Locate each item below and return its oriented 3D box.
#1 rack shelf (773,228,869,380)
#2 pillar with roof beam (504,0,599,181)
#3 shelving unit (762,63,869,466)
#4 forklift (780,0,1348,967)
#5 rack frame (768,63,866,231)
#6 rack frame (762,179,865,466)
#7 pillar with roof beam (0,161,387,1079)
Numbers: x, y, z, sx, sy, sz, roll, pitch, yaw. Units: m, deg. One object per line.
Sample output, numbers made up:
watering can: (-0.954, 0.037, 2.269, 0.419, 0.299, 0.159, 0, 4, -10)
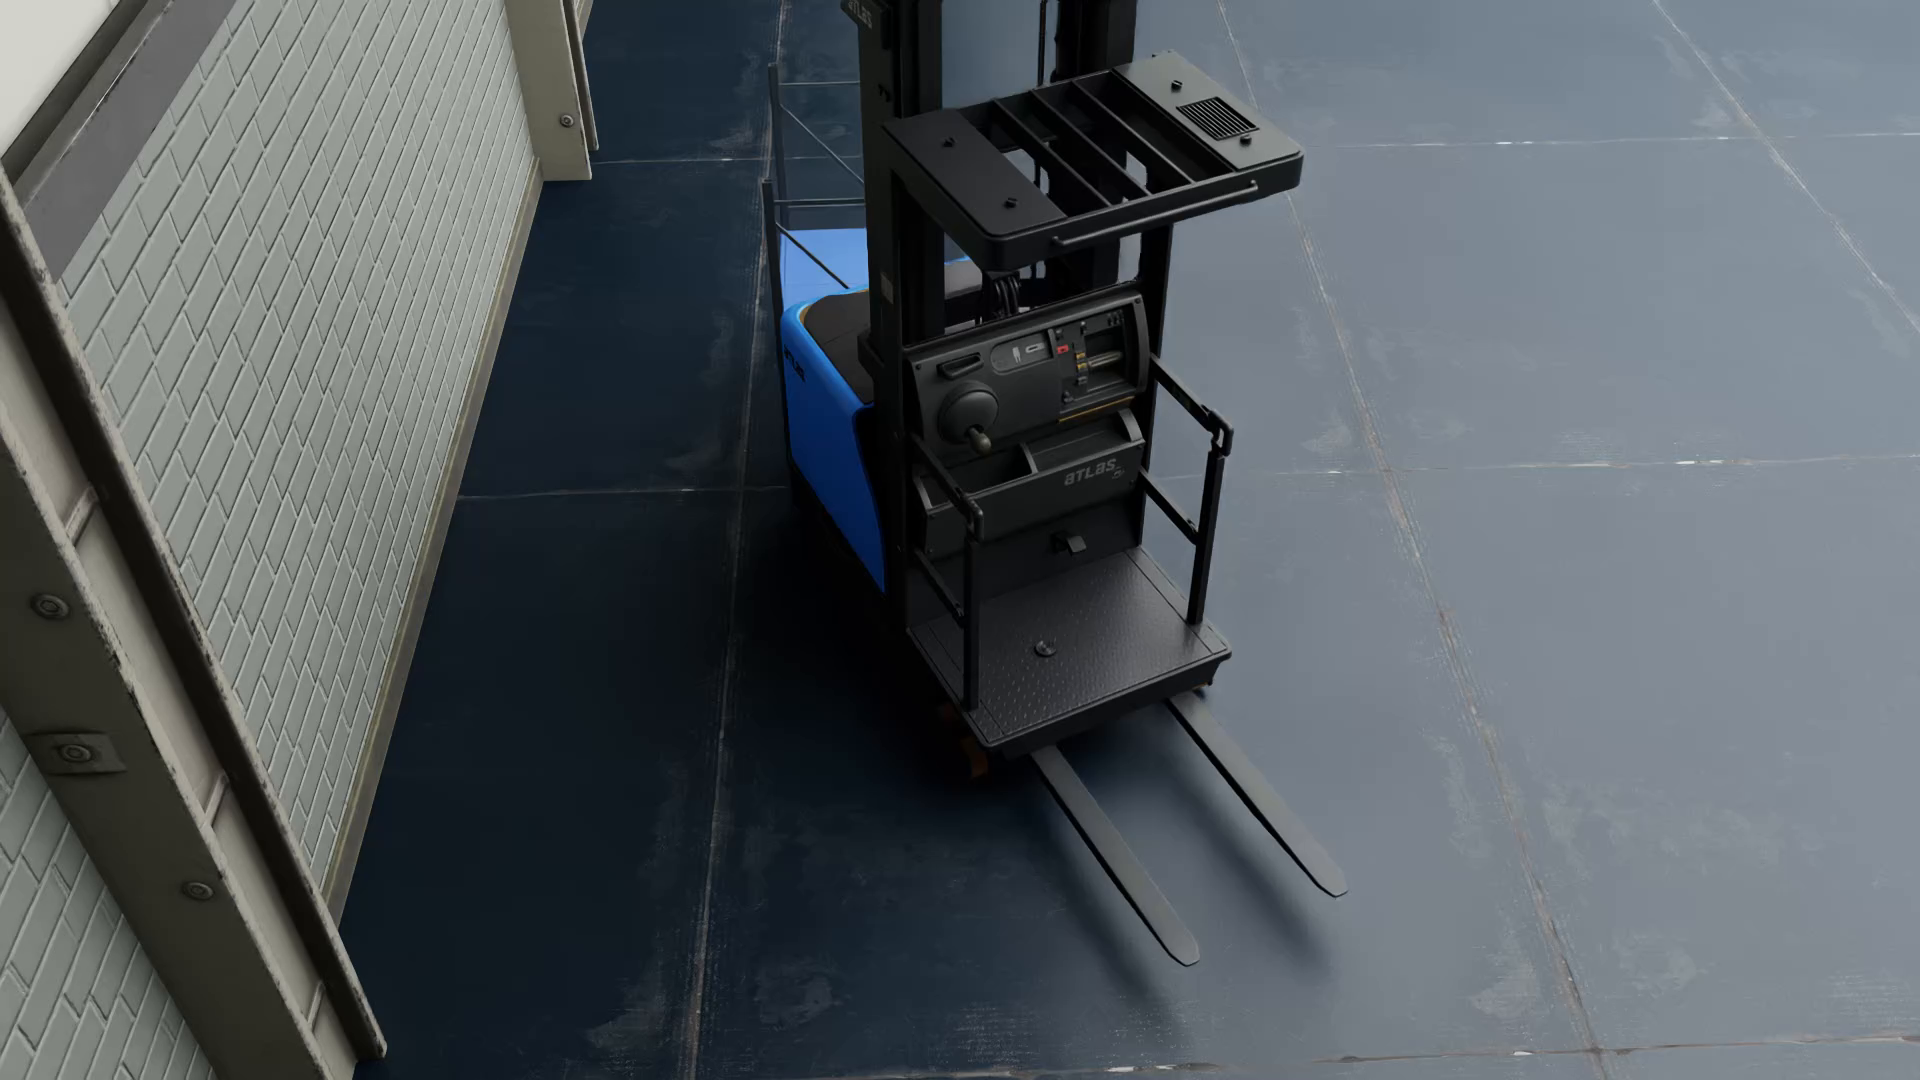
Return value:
rack shelf: (-0.589, -1.131, 7.790, 0.538, 0.185, 1.000, -2, 43, -3)
pillar with roof beam: (1.986, -5.670, 6.926, 9.100, 9.000, 0.400, -2, 43, -2)
shelving unit: (-0.589, -1.264, 7.668, 0.538, 1.500, 1.048, -2, 43, -3)
forklift: (0.359, -0.512, 5.789, 1.130, 2.935, 3.031, -19, 46, -20)
rack frame: (-0.619, -1.607, 8.042, 0.500, 1.500, 0.032, -2, 43, -3)
rack frame: (-0.558, -0.921, 7.294, 0.500, 1.500, 0.032, -2, 43, -3)
pillar with roof beam: (2.241, -1.619, 2.507, 9.100, 9.000, 0.400, -2, 43, -2)
